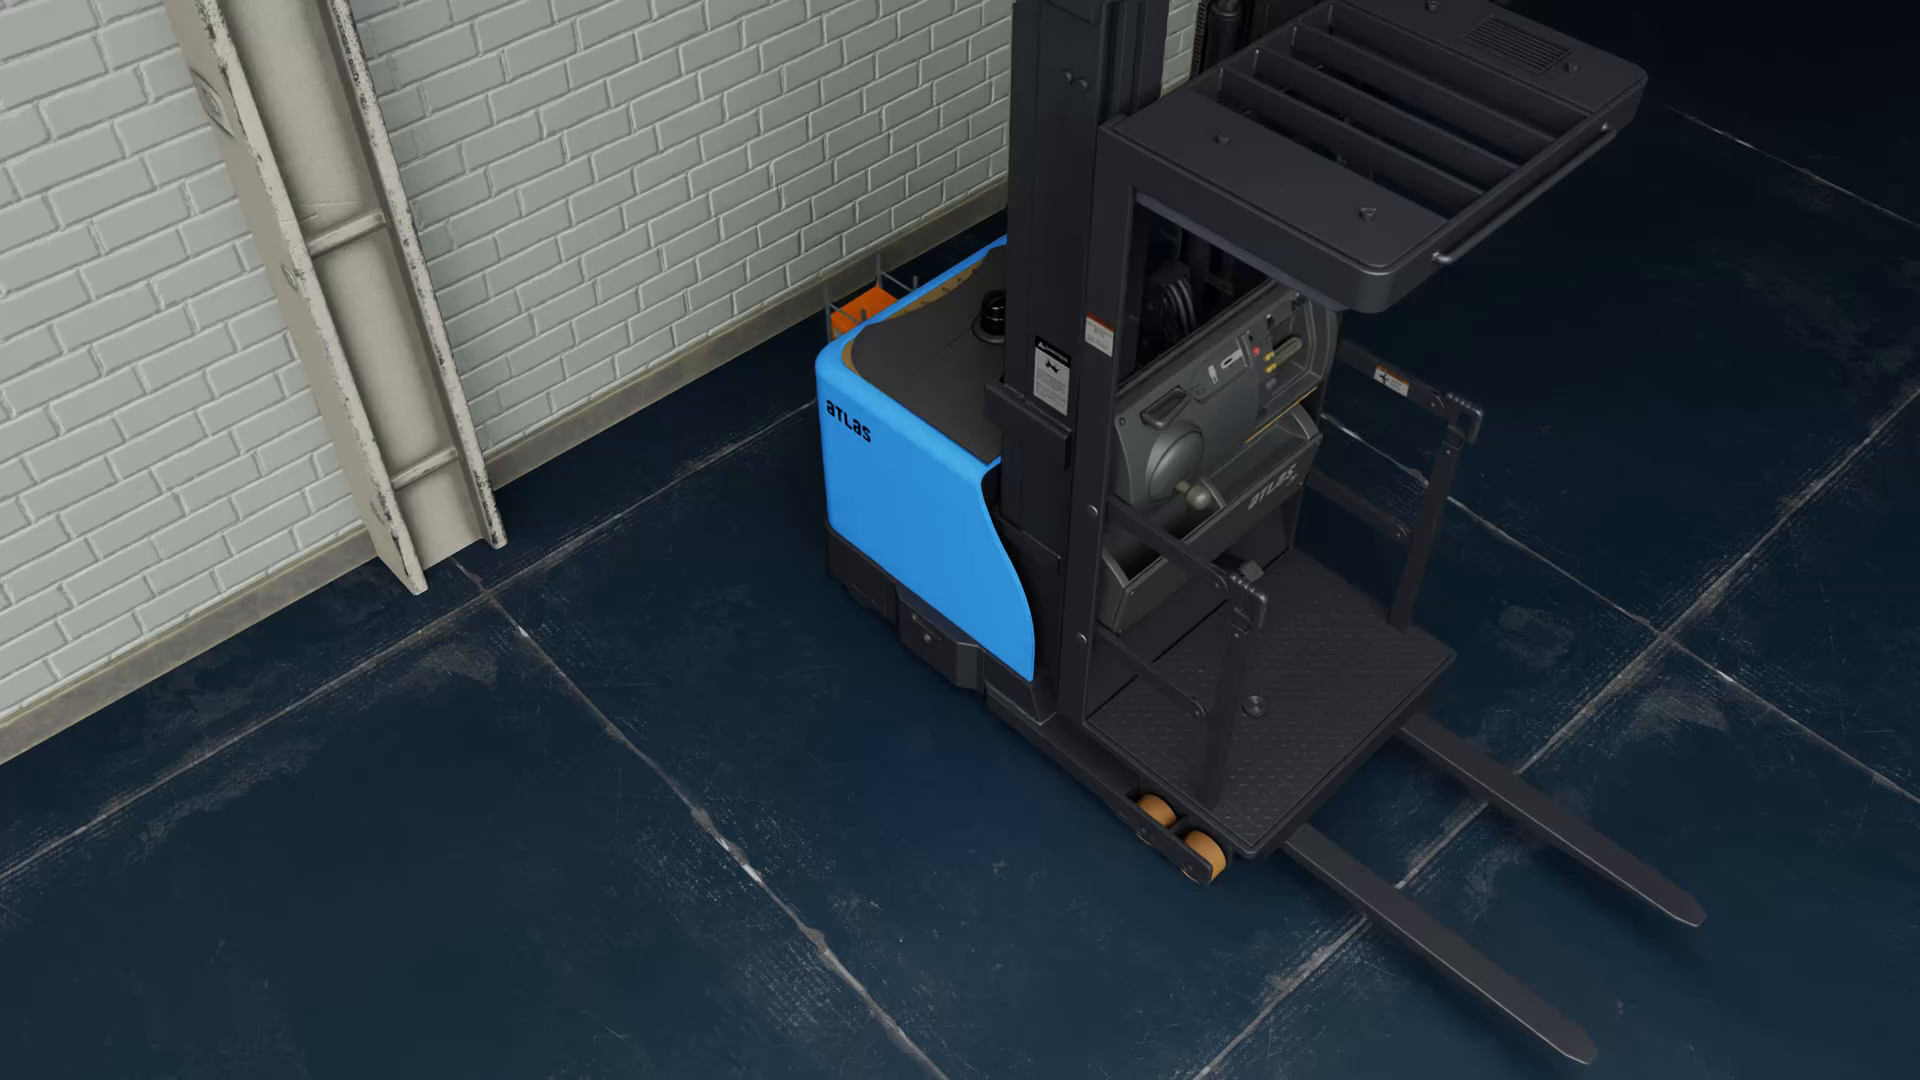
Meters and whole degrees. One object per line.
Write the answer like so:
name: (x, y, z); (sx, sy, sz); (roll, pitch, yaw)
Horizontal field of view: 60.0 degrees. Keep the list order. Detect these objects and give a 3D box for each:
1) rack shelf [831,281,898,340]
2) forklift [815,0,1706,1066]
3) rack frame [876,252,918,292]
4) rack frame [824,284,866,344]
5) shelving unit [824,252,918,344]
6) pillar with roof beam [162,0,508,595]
rack shelf: (-0.302, -0.706, 5.815); (0.215, 0.259, 0.240); (36, 57, 28)
forklift: (0.910, -0.349, 4.578); (1.130, 2.935, 3.031); (-36, 57, -29)
rack frame: (-0.217, -0.584, 6.075); (0.200, 1.050, 0.008); (36, 57, 28)
rack frame: (-0.387, -0.456, 5.957); (0.200, 1.050, 0.008); (36, 57, 28)
shelving unit: (-0.302, -0.520, 6.016); (0.215, 1.050, 0.252); (36, 57, 28)
pillar with roof beam: (0.953, -0.688, 0.762); (0.400, 9.000, 9.100); (-34, 56, -27)
